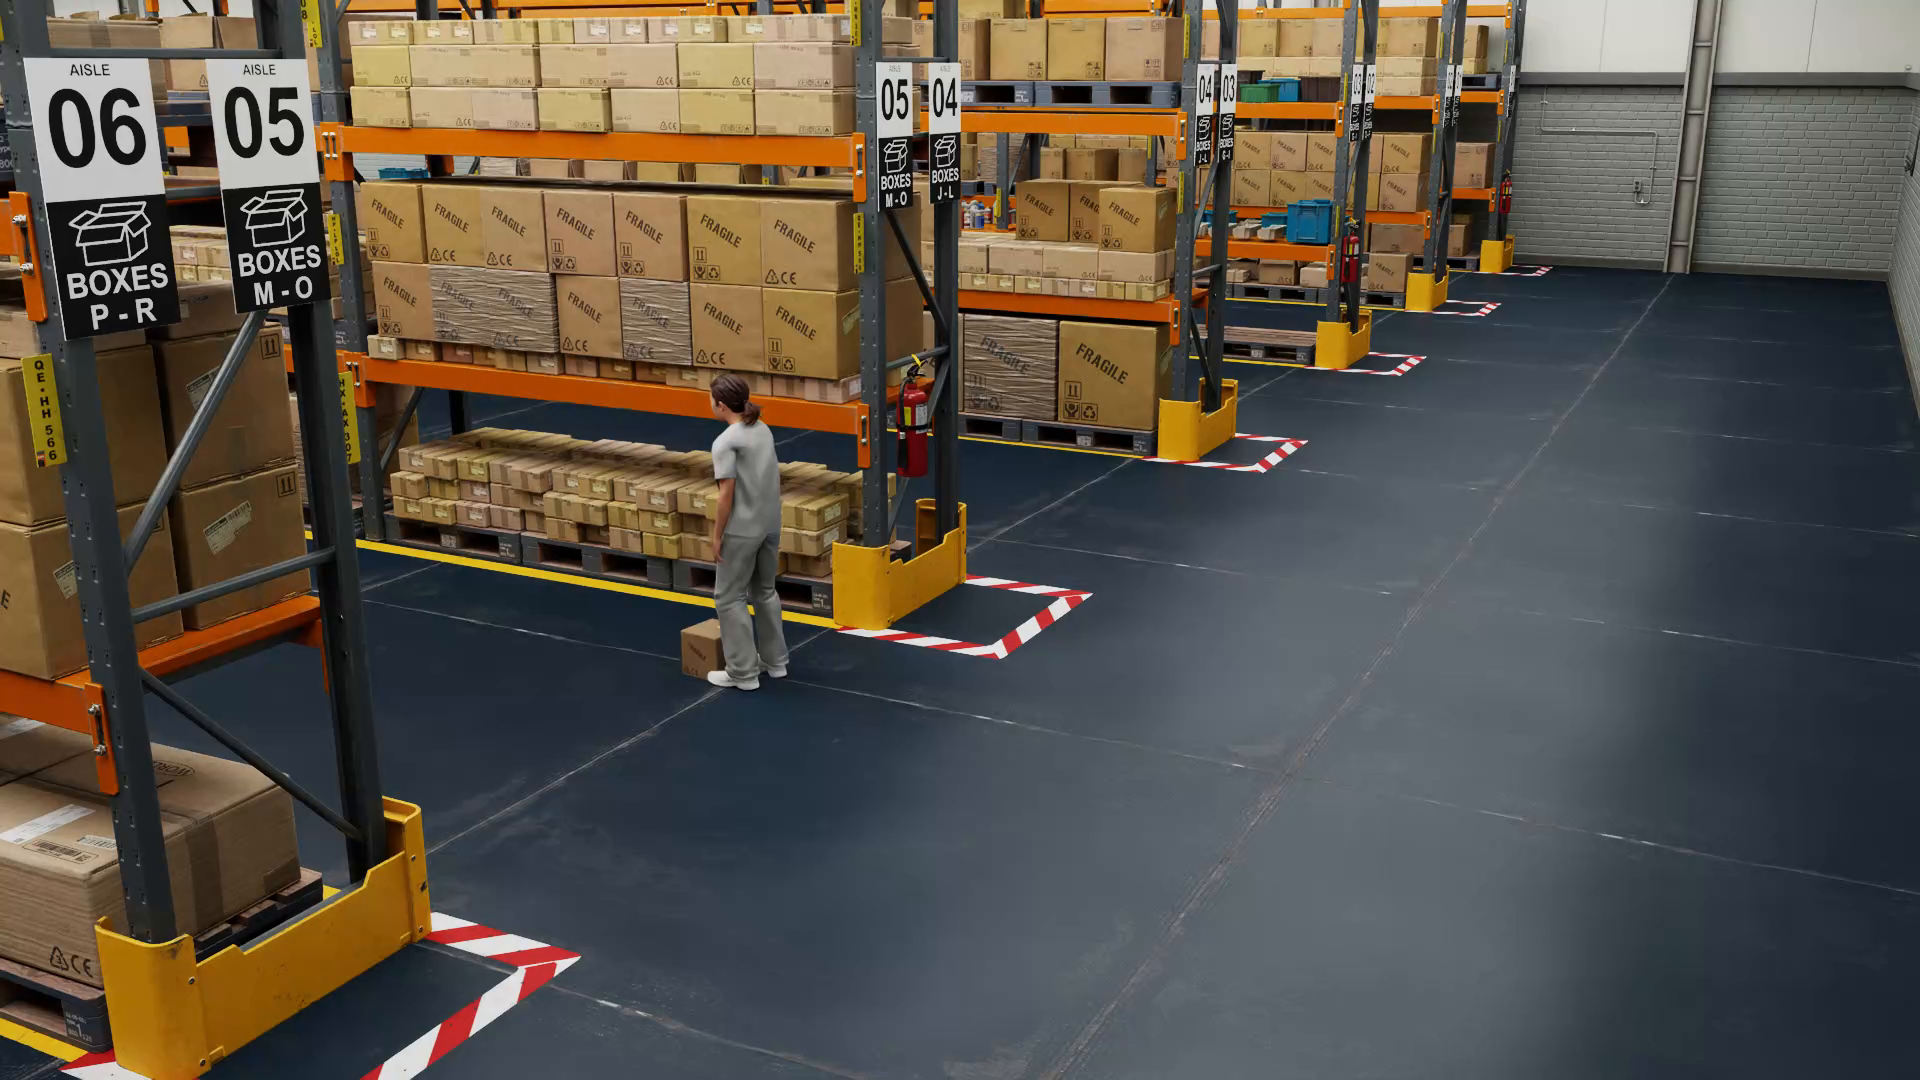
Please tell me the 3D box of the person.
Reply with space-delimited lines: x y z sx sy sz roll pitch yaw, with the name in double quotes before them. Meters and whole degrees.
"person" -1.126 -0.048 8.703 0.371 1.671 0.502 10 19 31
